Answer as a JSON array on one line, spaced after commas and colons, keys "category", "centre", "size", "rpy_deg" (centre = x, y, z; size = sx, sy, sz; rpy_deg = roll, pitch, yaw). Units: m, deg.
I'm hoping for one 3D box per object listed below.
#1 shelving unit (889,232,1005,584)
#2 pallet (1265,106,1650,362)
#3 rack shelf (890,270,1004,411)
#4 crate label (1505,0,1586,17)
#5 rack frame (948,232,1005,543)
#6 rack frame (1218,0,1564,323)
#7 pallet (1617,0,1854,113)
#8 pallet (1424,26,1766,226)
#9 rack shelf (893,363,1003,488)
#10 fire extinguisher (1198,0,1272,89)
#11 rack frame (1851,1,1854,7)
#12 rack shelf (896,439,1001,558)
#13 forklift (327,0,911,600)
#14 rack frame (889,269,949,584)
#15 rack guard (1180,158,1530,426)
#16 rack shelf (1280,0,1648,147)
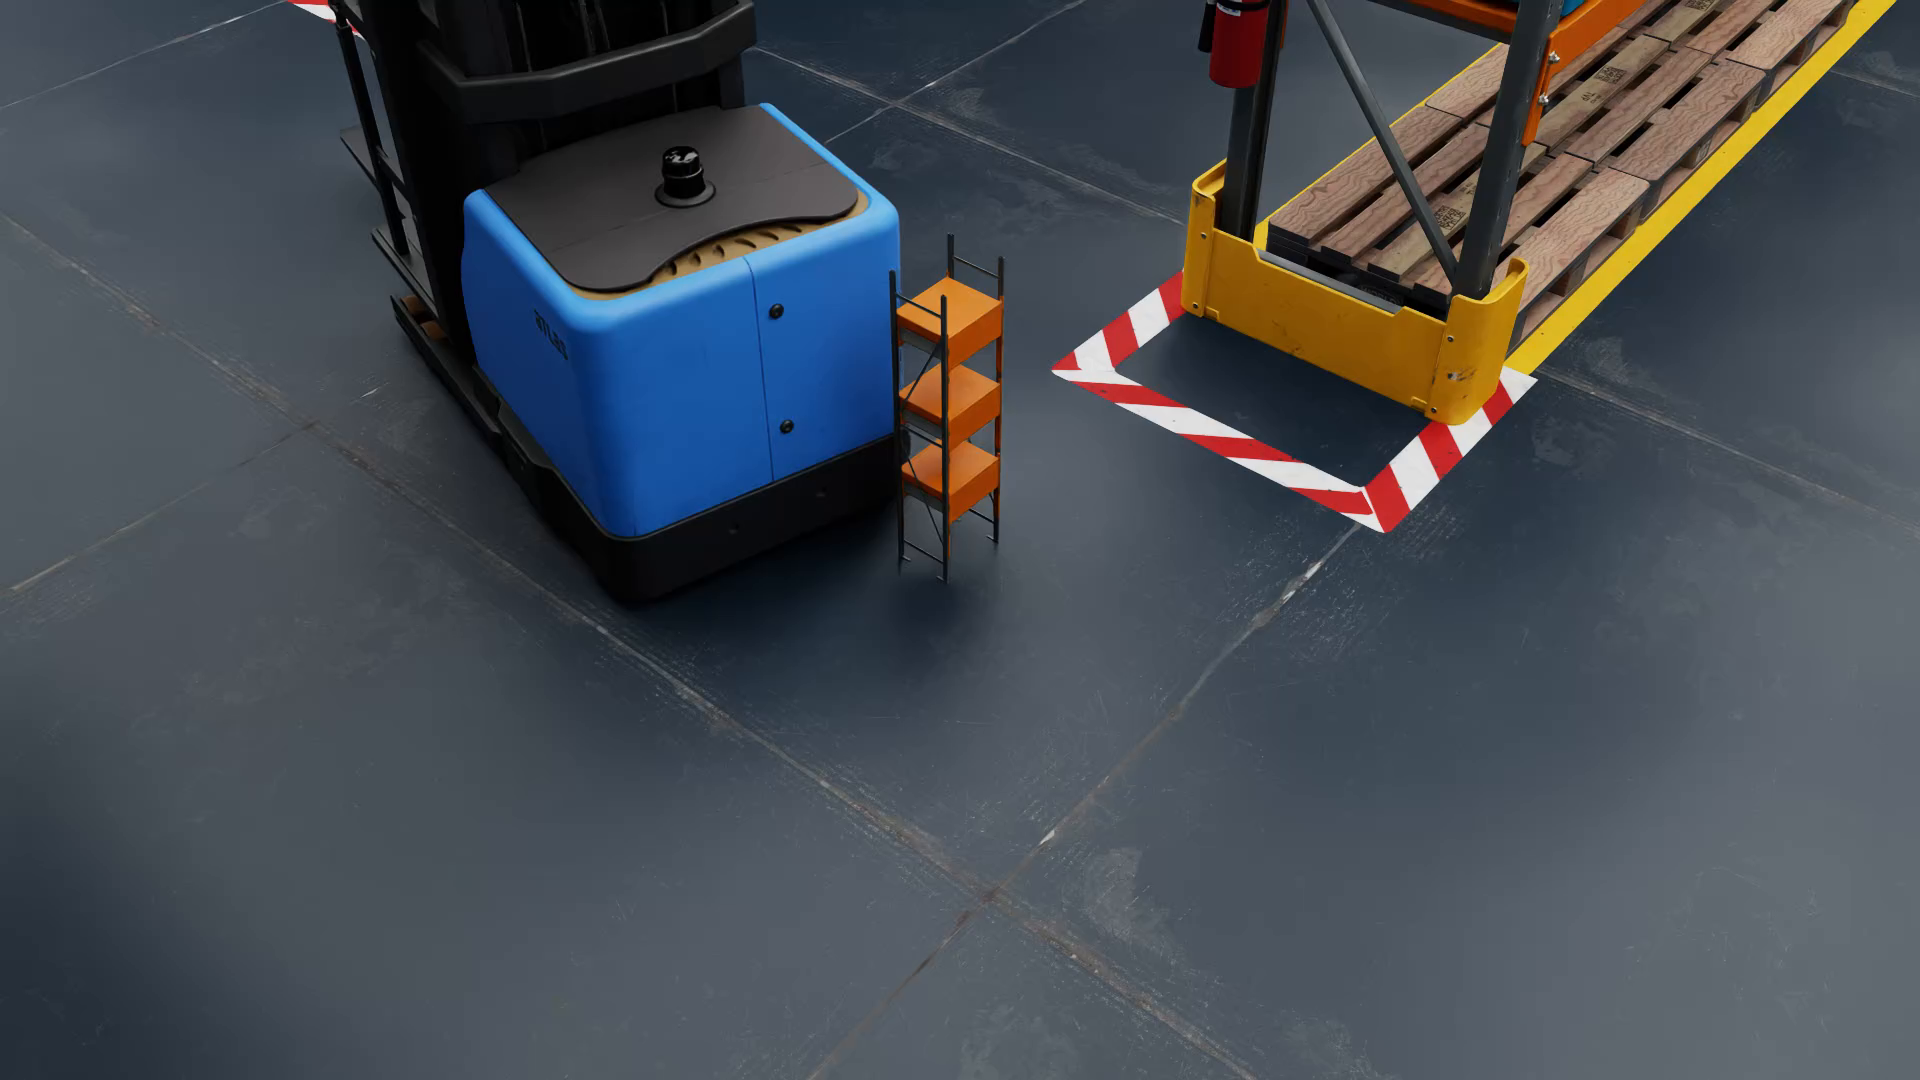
[{"category": "shelving unit", "centre": [-0.034, -0.361, 4.867], "size": [0.215, 1.050, 0.252], "rpy_deg": [29, 50, 28]}, {"category": "pallet", "centre": [1.921, -1.217, 6.432], "size": [1.003, 0.211, 1.213], "rpy_deg": [29, 50, 28]}, {"category": "rack shelf", "centre": [-0.034, -0.563, 4.683], "size": [0.215, 0.259, 0.240], "rpy_deg": [29, 50, 28]}, {"category": "crate label", "centre": [1.771, -1.786, 5.064], "size": [0.416, 0.233, 0.303], "rpy_deg": [29, 50, 28]}, {"category": "rack frame", "centre": [0.044, -0.424, 4.936], "size": [0.200, 1.050, 0.008], "rpy_deg": [29, 50, 28]}, {"category": "rack frame", "centre": [1.360, -1.841, 5.045], "size": [1.000, 3.000, 0.127], "rpy_deg": [29, 50, 28]}, {"category": "pallet", "centre": [3.491, -2.474, 7.814], "size": [1.003, 0.211, 1.213], "rpy_deg": [29, 50, 28]}, {"category": "pallet", "centre": [2.706, -1.843, 7.120], "size": [1.003, 0.211, 1.213], "rpy_deg": [29, 50, 28]}, {"category": "rack shelf", "centre": [-0.034, -0.353, 4.874], "size": [0.215, 0.259, 0.240], "rpy_deg": [29, 50, 28]}, {"category": "fire extinguisher", "centre": [0.915, -1.794, 5.328], "size": [0.296, 0.674, 0.183], "rpy_deg": [29, 50, 28]}, {"category": "rack frame", "centre": [3.935, -3.901, 7.310], "size": [1.000, 3.000, 0.127], "rpy_deg": [29, 50, 28]}, {"category": "rack shelf", "centre": [-0.034, -0.147, 5.061], "size": [0.215, 0.259, 0.240], "rpy_deg": [29, 50, 28]}, {"category": "forklift", "centre": [-1.395, -1.867, 5.124], "size": [1.130, 2.935, 3.031], "rpy_deg": [-24, 48, -24]}, {"category": "rack frame", "centre": [-0.113, -0.298, 4.797], "size": [0.200, 1.050, 0.008], "rpy_deg": [29, 50, 28]}, {"category": "rack guard", "centre": [1.355, -0.898, 5.866], "size": [1.175, 0.500, 0.348], "rpy_deg": [29, 50, 28]}, {"category": "rack shelf", "centre": [2.647, -2.605, 6.420], "size": [1.077, 0.370, 4.000], "rpy_deg": [29, 50, 28]}]
